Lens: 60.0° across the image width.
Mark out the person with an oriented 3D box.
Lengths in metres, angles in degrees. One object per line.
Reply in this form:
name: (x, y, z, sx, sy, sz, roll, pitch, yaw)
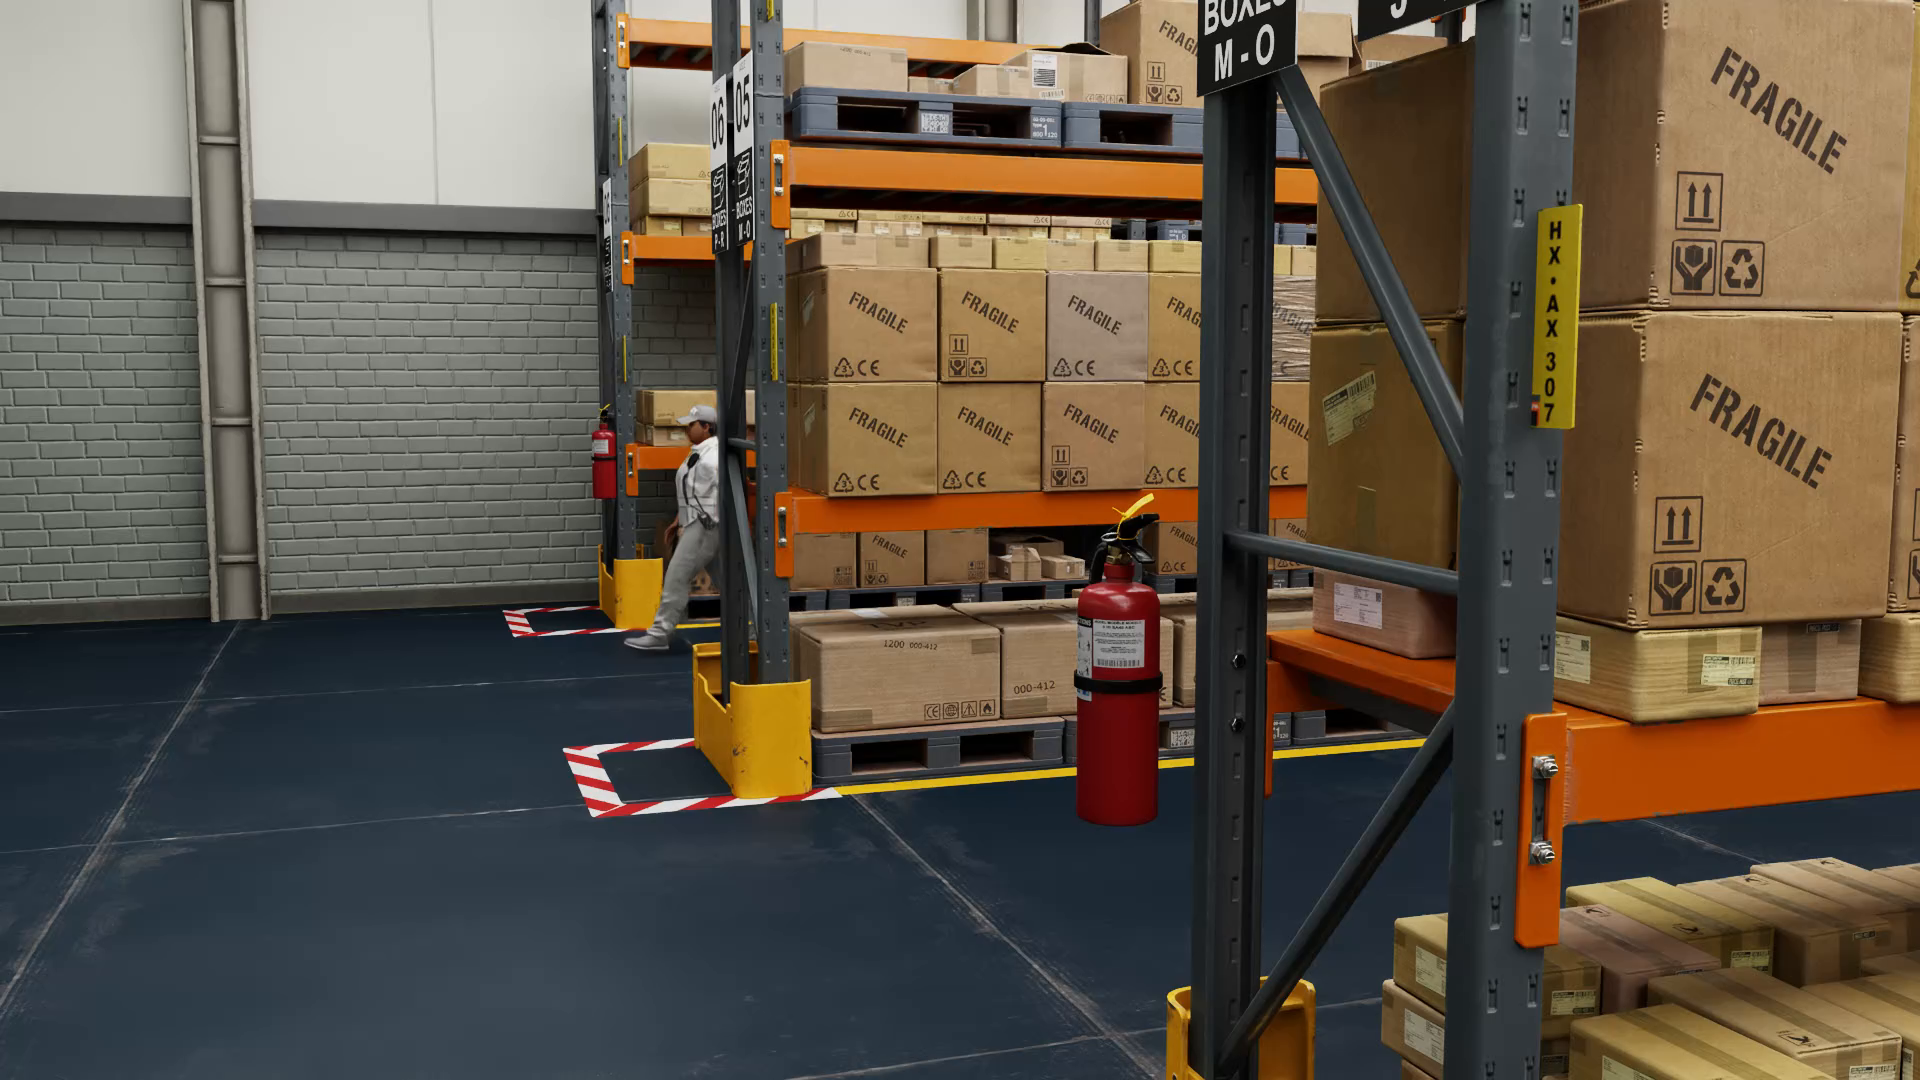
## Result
person: (-1.725, -0.096, 11.013, 1.050, 1.599, 0.495, -2, 6, -16)
